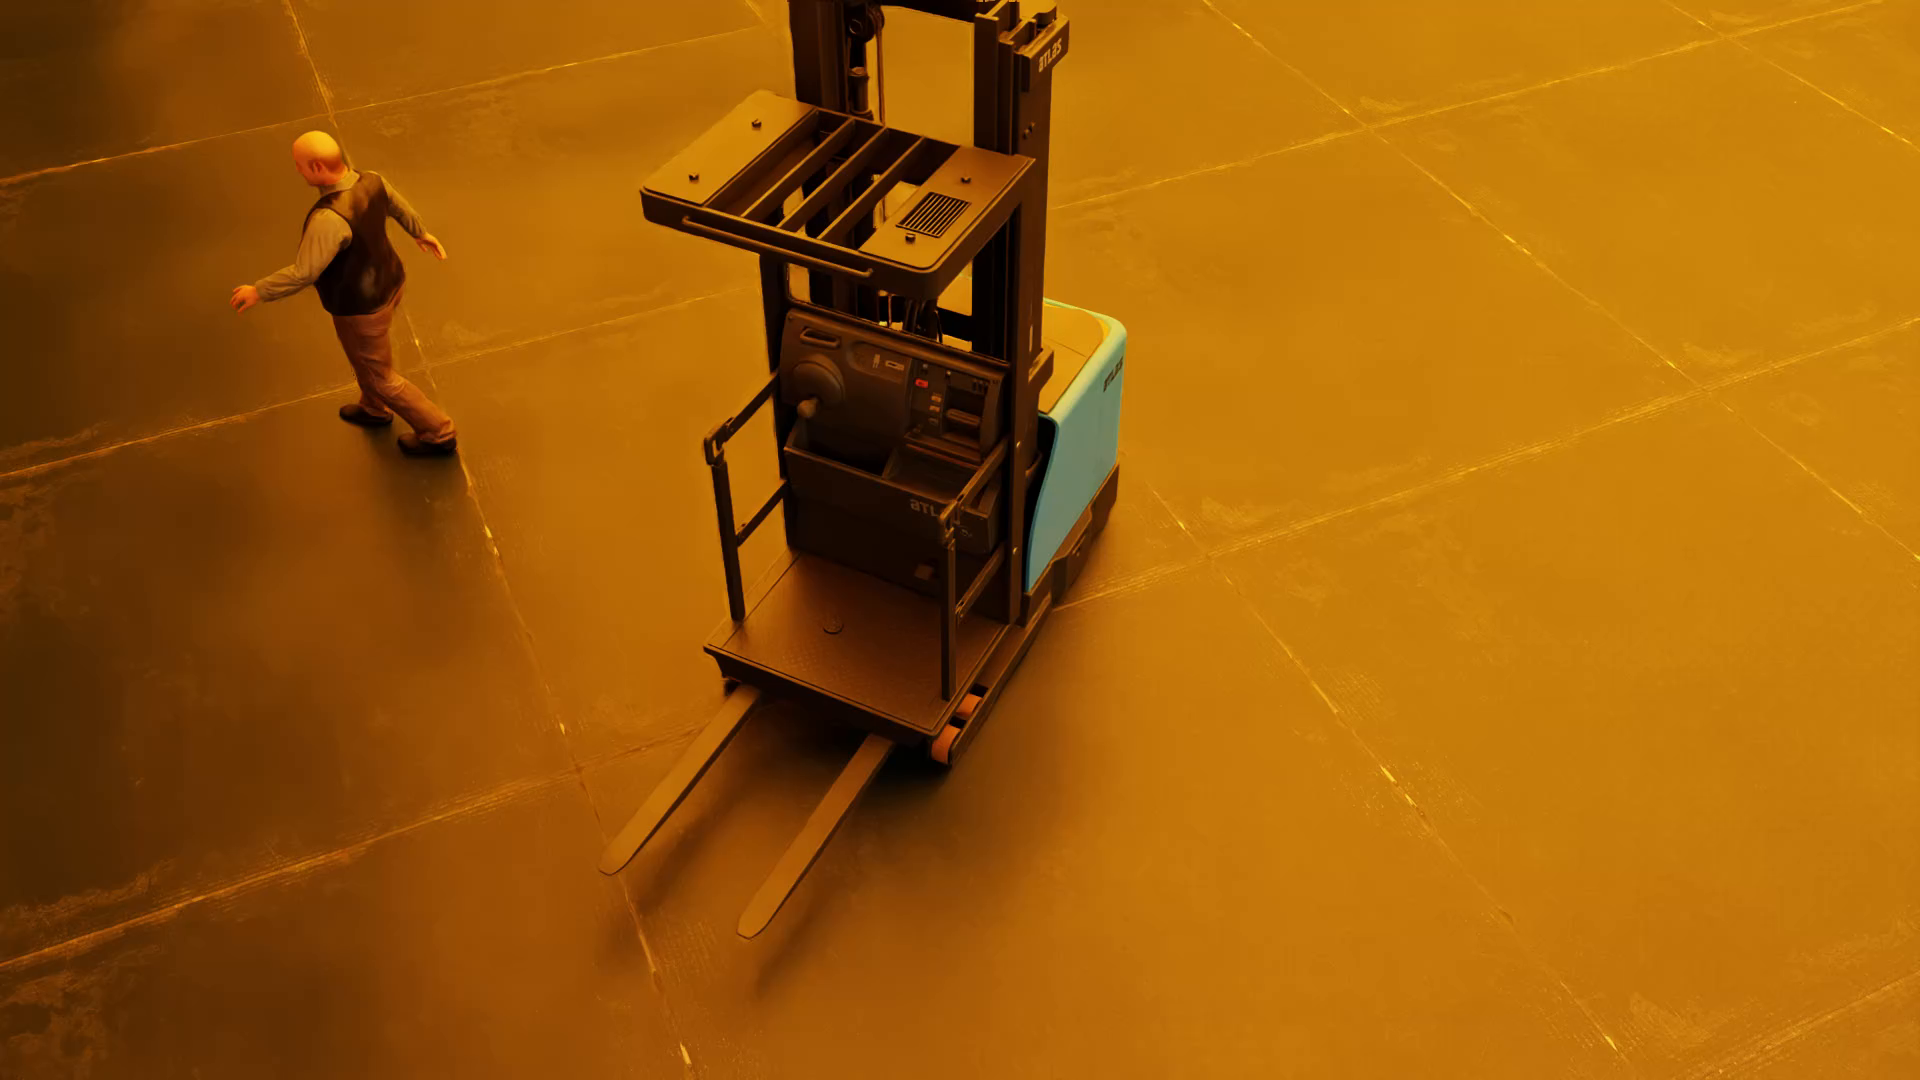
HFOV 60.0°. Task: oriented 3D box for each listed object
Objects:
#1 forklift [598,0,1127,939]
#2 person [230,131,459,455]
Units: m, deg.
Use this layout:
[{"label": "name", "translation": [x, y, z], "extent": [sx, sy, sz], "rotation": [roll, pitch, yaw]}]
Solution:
[{"label": "forklift", "translation": [-0.368, -0.500, 6.215], "extent": [1.130, 2.935, 3.031], "rotation": [19, 46, 19]}, {"label": "person", "translation": [-2.844, -1.173, 7.856], "extent": [0.756, 1.701, 0.943], "rotation": [6, 43, 7]}]
